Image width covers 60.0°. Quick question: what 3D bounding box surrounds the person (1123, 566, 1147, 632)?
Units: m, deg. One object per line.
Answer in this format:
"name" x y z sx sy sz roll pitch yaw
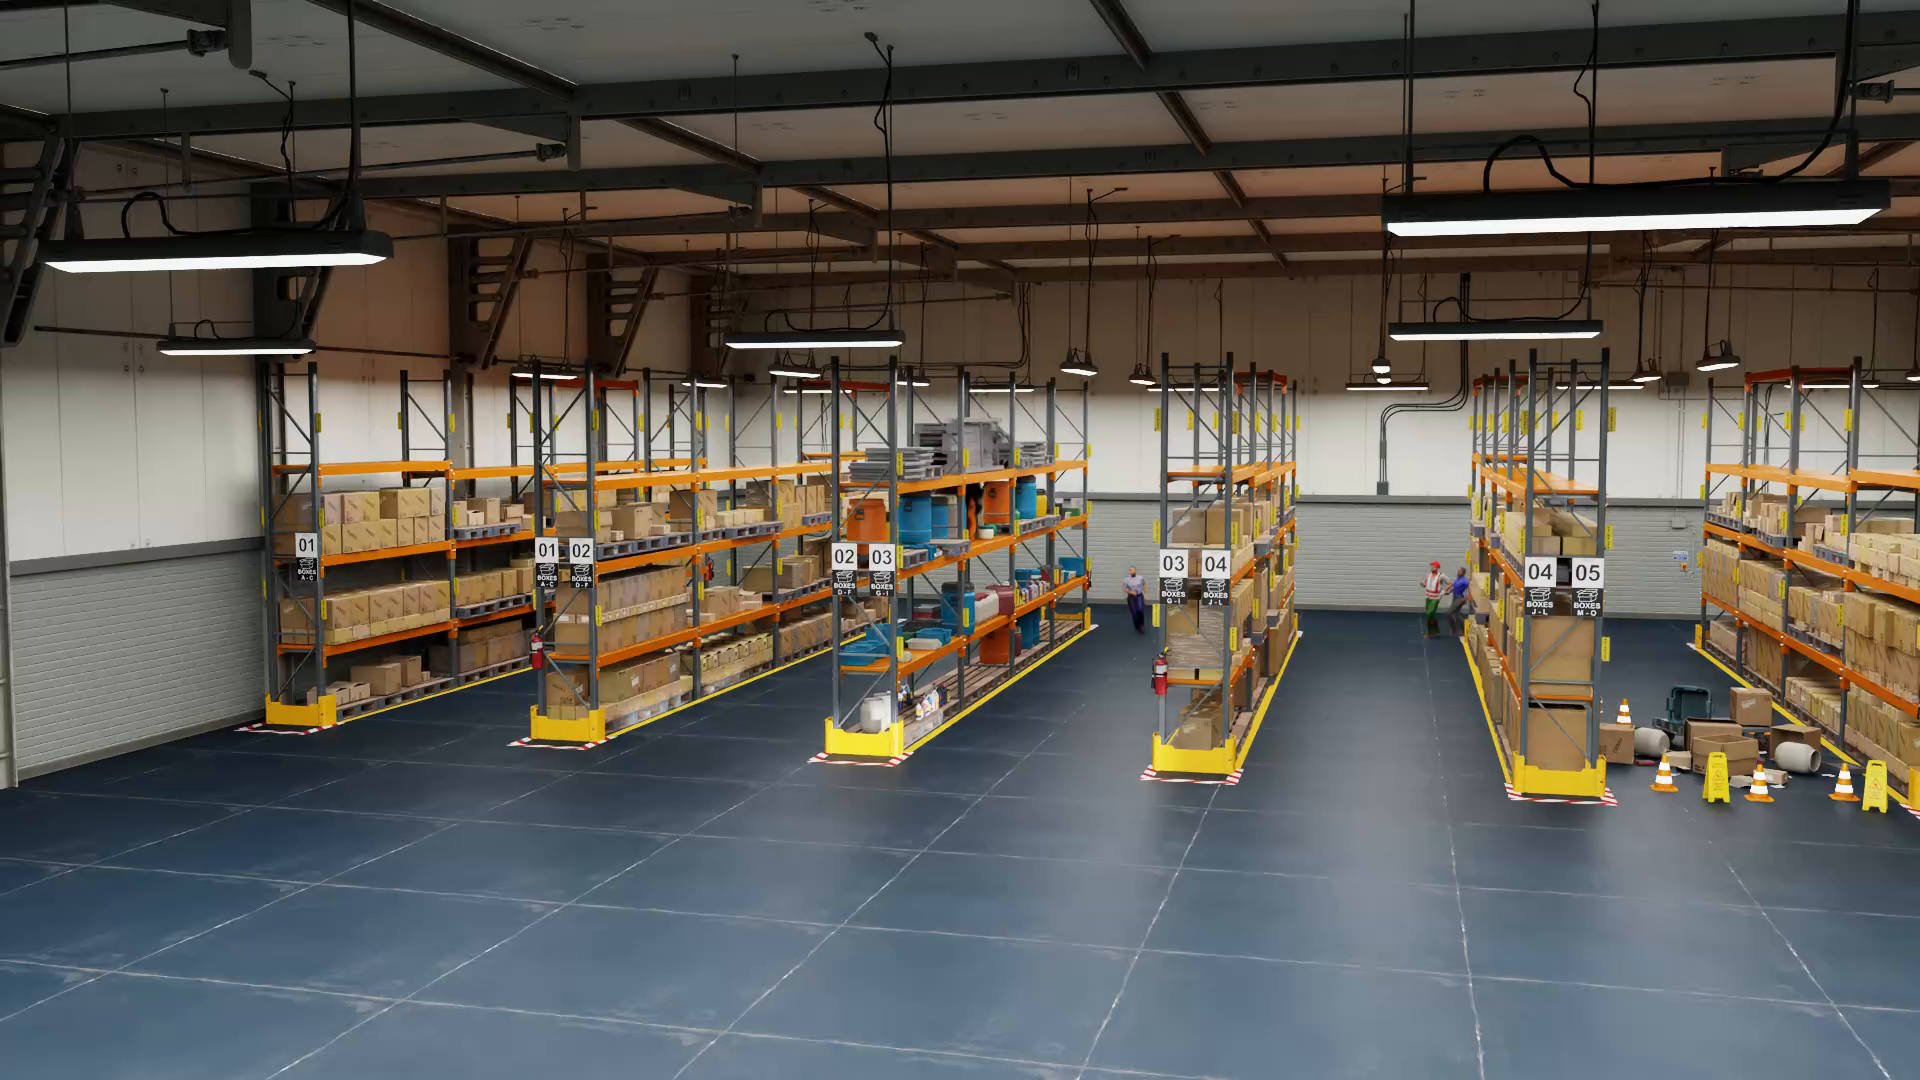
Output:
"person" 4.161 1.505 39.574 0.579 1.410 0.634 0 4 3

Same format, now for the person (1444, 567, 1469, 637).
"person" 11.680 1.462 38.953 0.643 1.669 0.645 -1 4 -7

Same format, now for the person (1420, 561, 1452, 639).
"person" 11.038 1.402 38.701 0.750 1.837 0.651 -3 5 -33
